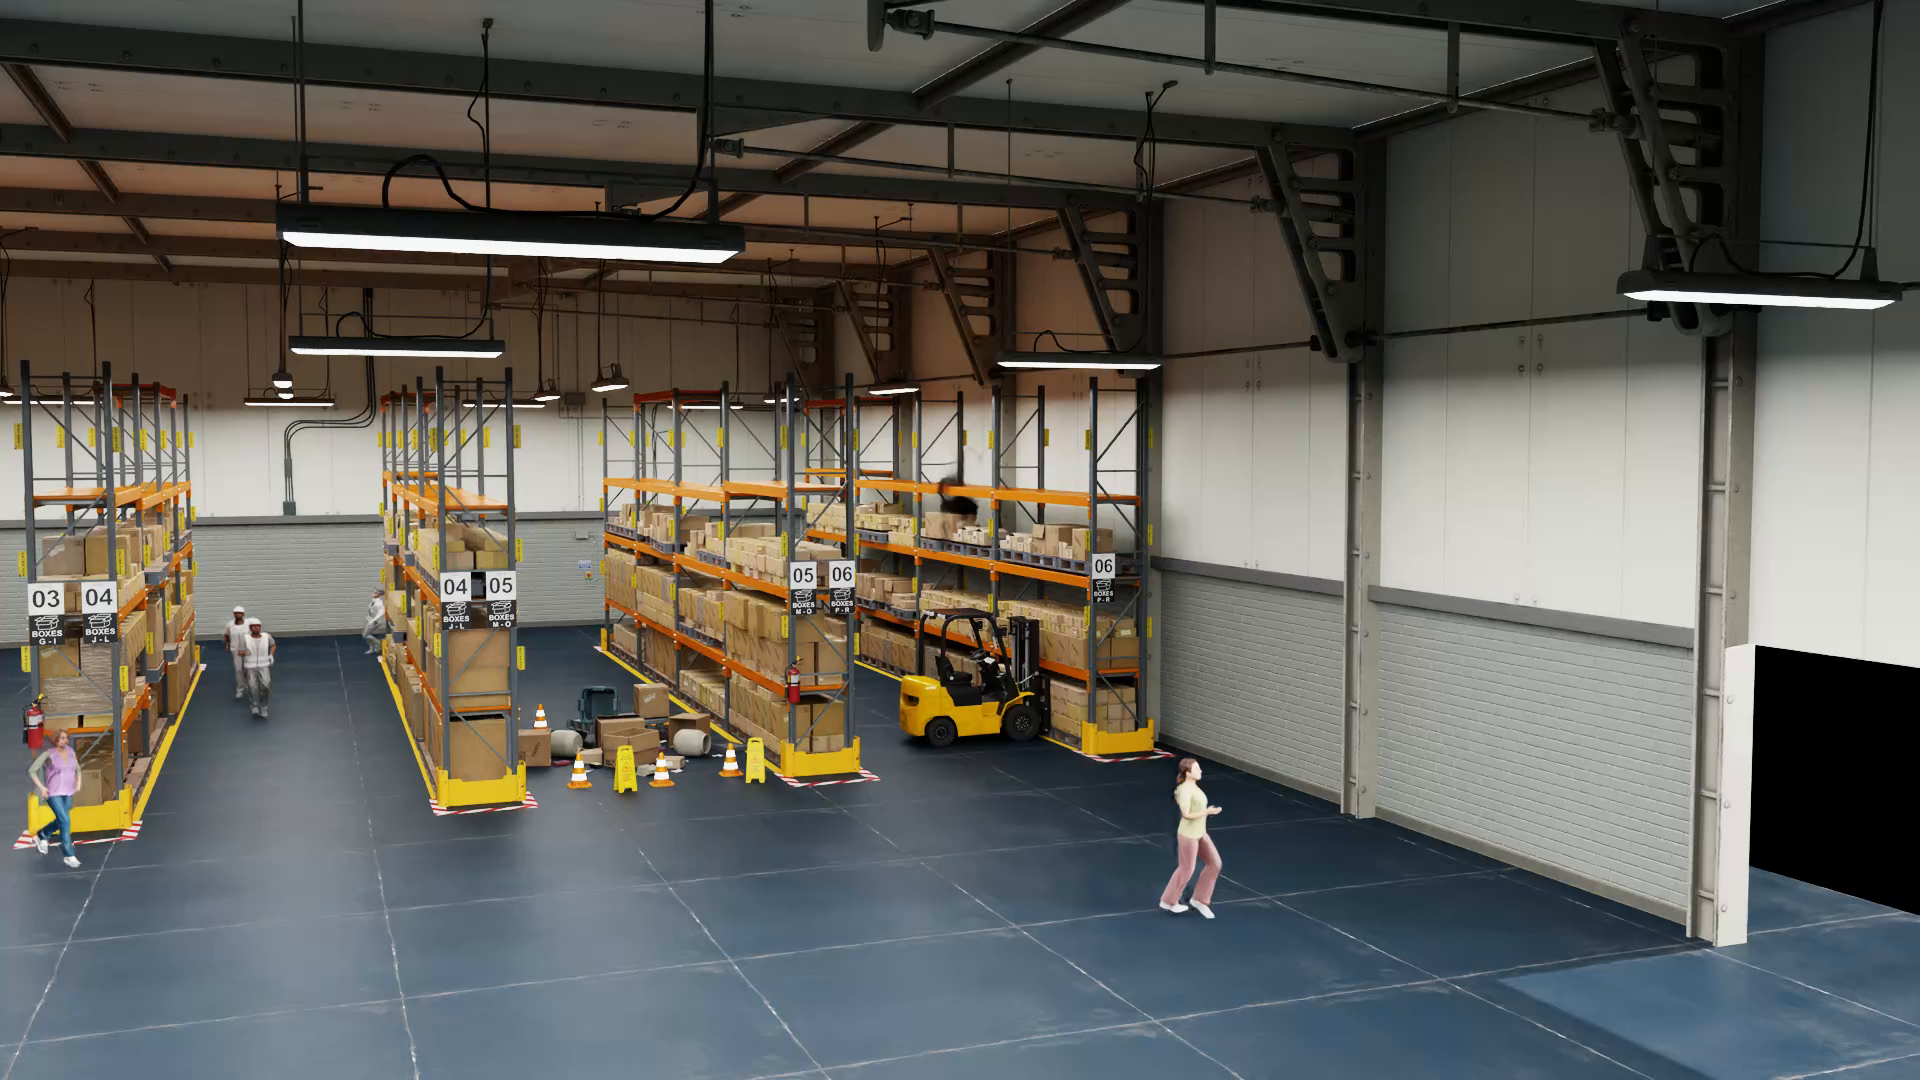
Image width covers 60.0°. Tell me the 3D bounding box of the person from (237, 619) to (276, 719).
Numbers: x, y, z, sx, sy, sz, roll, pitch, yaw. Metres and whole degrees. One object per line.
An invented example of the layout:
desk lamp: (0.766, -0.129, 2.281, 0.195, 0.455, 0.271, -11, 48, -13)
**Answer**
person: (-12.635, 2.318, 29.911, 0.659, 1.807, 0.685, -2, 4, -27)

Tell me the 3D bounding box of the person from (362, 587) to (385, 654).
person: (-13.682, 1.883, 38.792, 0.527, 1.603, 0.691, -1, 4, -17)

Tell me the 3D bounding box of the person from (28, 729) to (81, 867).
person: (-10.694, 3.032, 19.693, 0.822, 1.607, 0.559, 1, 4, 23)

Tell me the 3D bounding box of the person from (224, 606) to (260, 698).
person: (-13.971, 2.158, 32.381, 0.691, 1.758, 0.866, -1, 4, -15)

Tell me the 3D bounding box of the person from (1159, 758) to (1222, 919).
person: (2.423, 3.121, 17.396, 0.670, 1.705, 0.558, 2, 4, 24)
